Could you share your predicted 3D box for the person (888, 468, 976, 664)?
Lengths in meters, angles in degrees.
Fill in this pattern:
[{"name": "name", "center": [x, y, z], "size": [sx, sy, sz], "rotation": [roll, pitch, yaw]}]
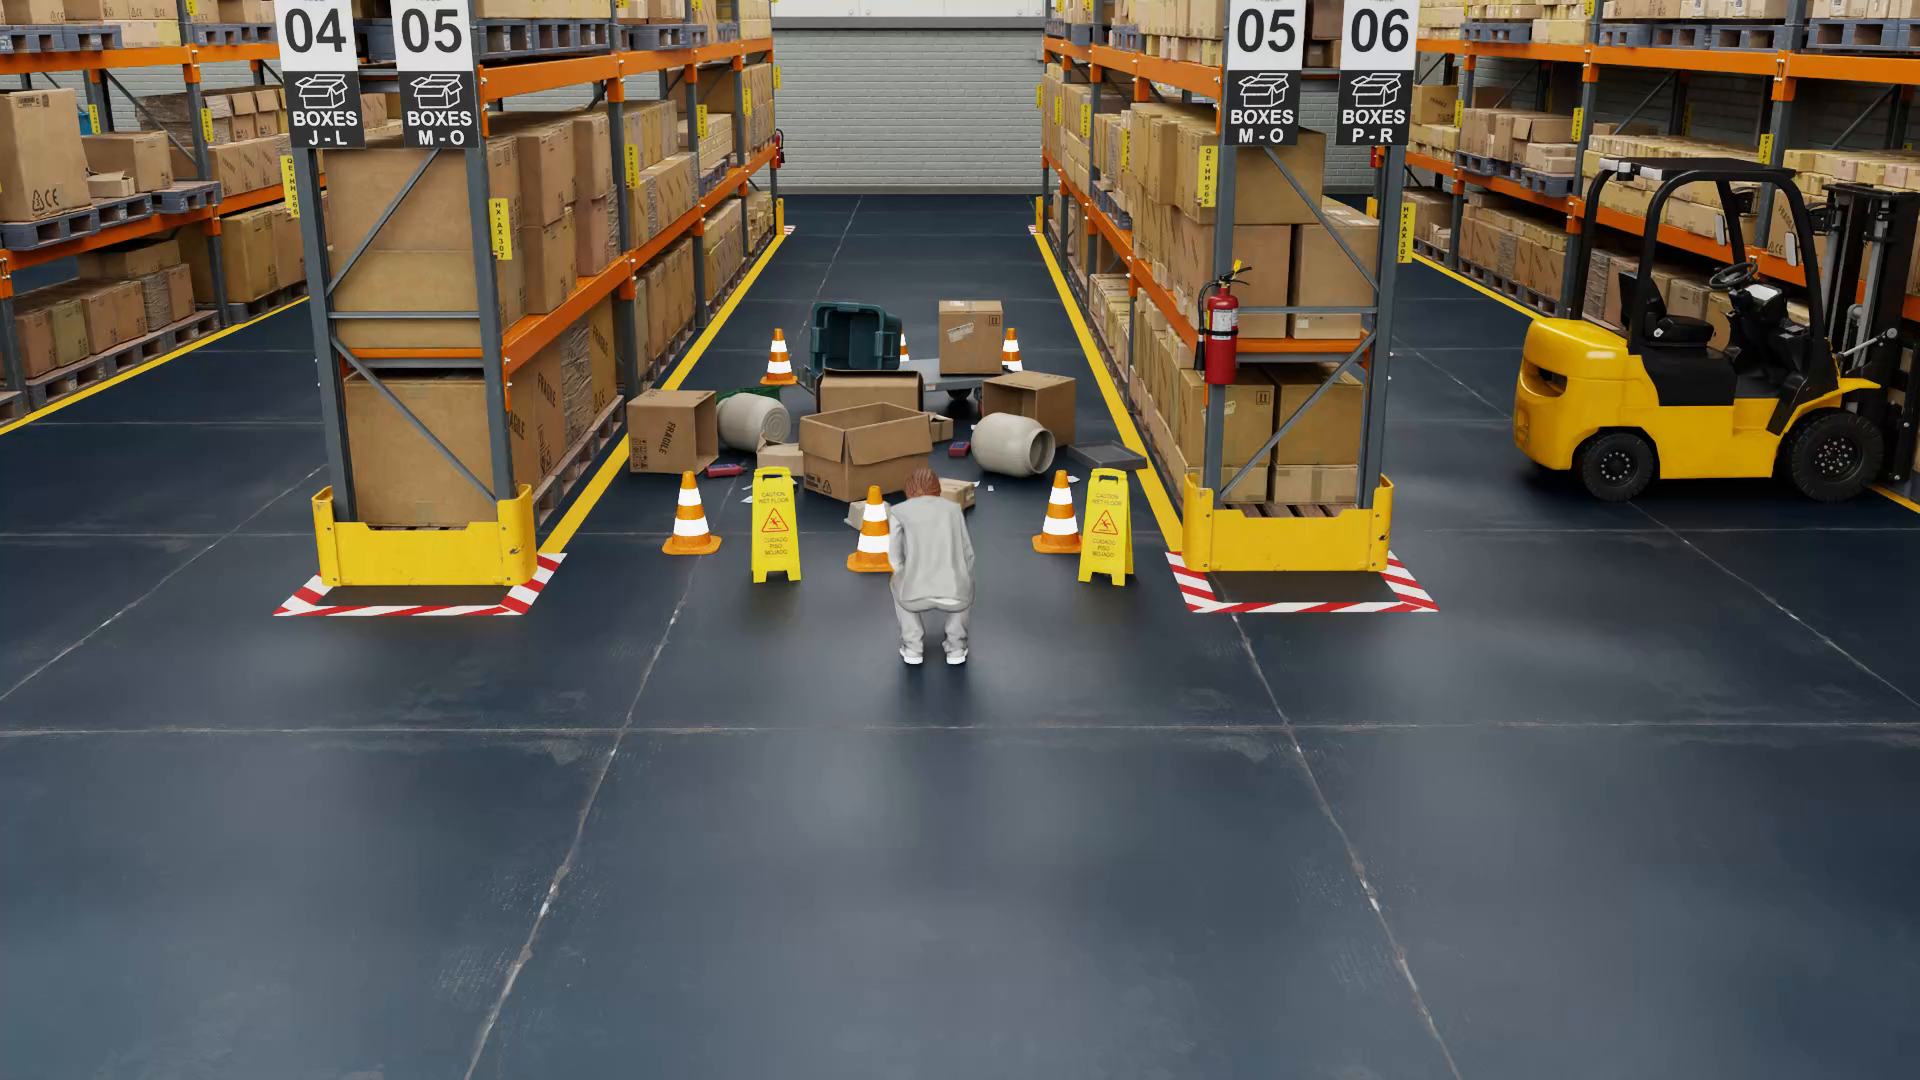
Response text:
[{"name": "person", "center": [-0.144, 0.133, 8.336], "size": [0.445, 0.888, 0.817], "rotation": [0, 17, -1]}]
